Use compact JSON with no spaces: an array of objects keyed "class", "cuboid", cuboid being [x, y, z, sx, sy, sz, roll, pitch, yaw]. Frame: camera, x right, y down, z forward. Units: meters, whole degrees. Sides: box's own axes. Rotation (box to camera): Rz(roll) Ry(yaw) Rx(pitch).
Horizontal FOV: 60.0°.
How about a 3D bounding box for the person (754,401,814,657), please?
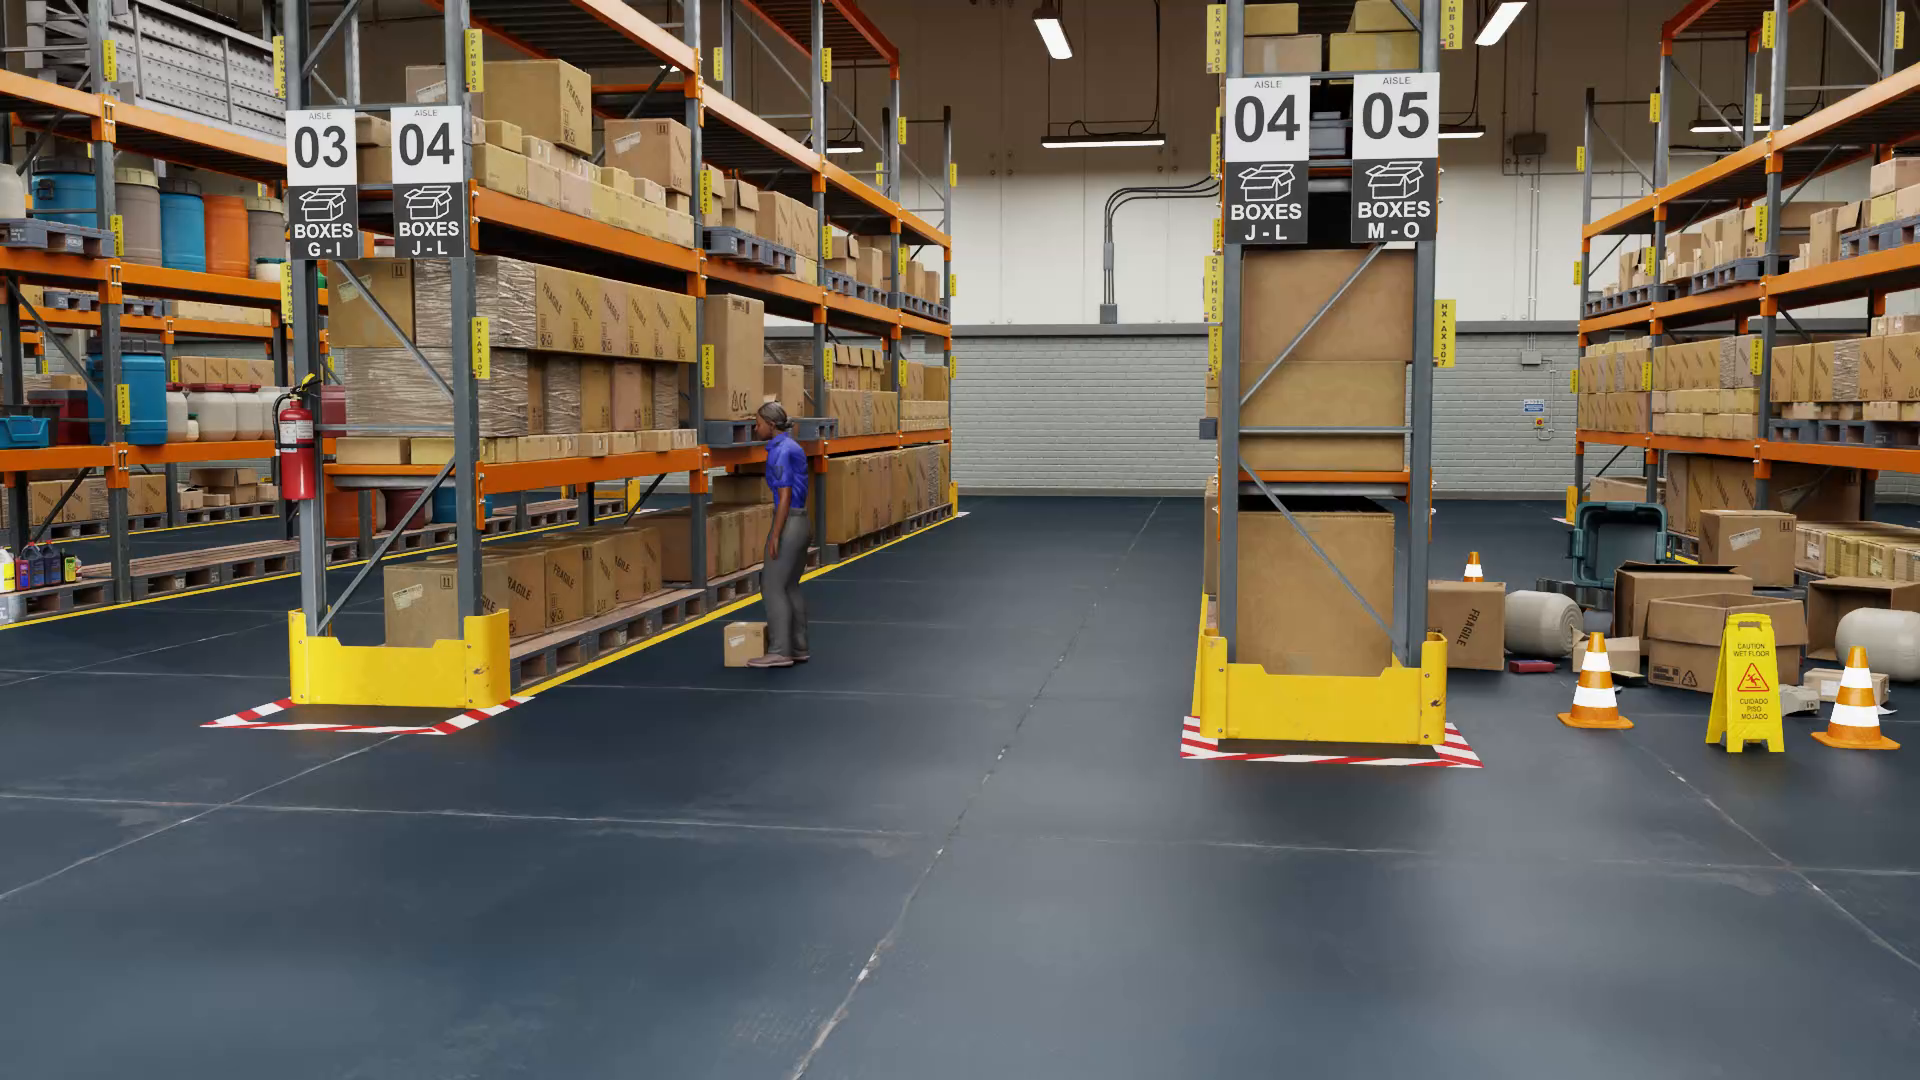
[{"class":"person","cuboid":[-1.107,-0.072,10.400,0.349,1.586,0.503,1,5,7]}]
